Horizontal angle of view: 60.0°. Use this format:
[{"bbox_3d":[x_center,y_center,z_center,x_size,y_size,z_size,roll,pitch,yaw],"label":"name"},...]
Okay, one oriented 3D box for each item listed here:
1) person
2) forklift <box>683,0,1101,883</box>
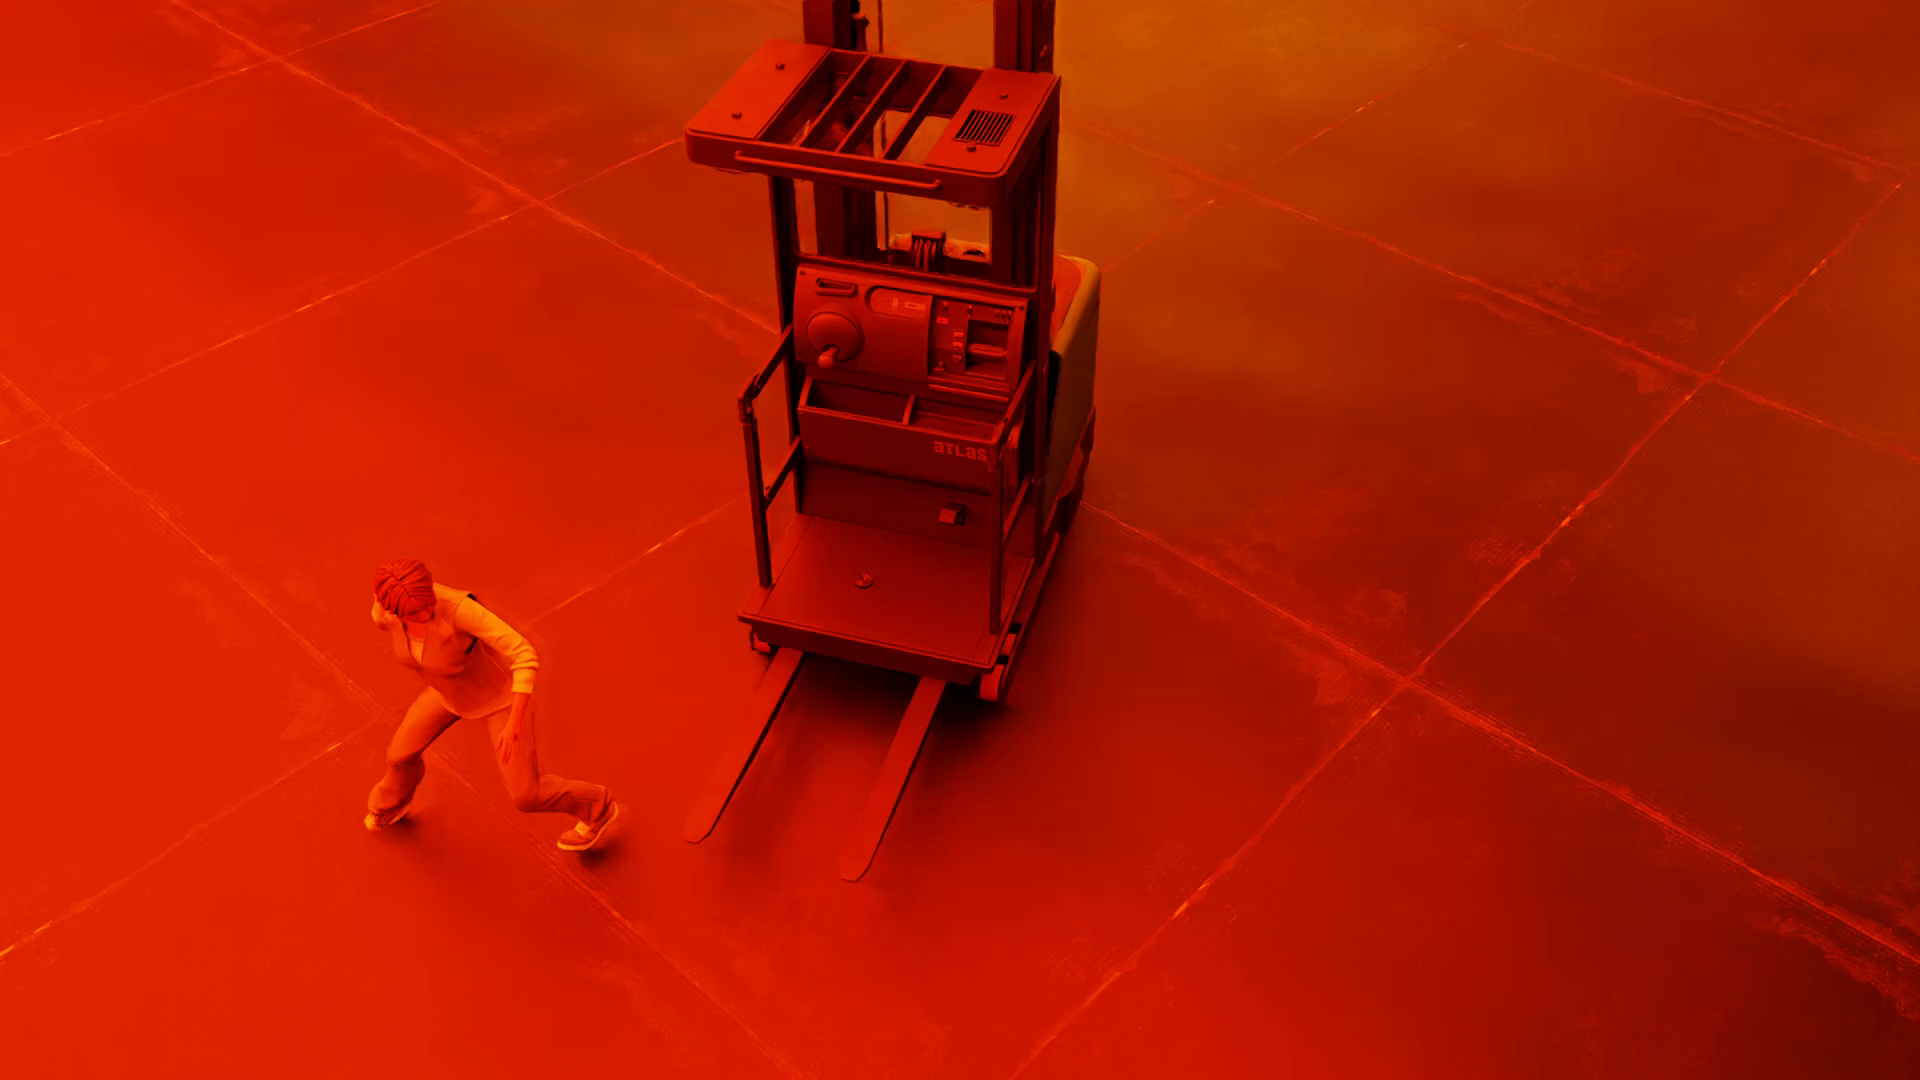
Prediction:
[{"bbox_3d":[-1.806,0.595,5.949,0.960,1.525,0.519,18,44,20],"label":"person"},{"bbox_3d":[-0.258,-0.732,6.281,1.130,2.935,3.031,11,42,13],"label":"forklift"}]
